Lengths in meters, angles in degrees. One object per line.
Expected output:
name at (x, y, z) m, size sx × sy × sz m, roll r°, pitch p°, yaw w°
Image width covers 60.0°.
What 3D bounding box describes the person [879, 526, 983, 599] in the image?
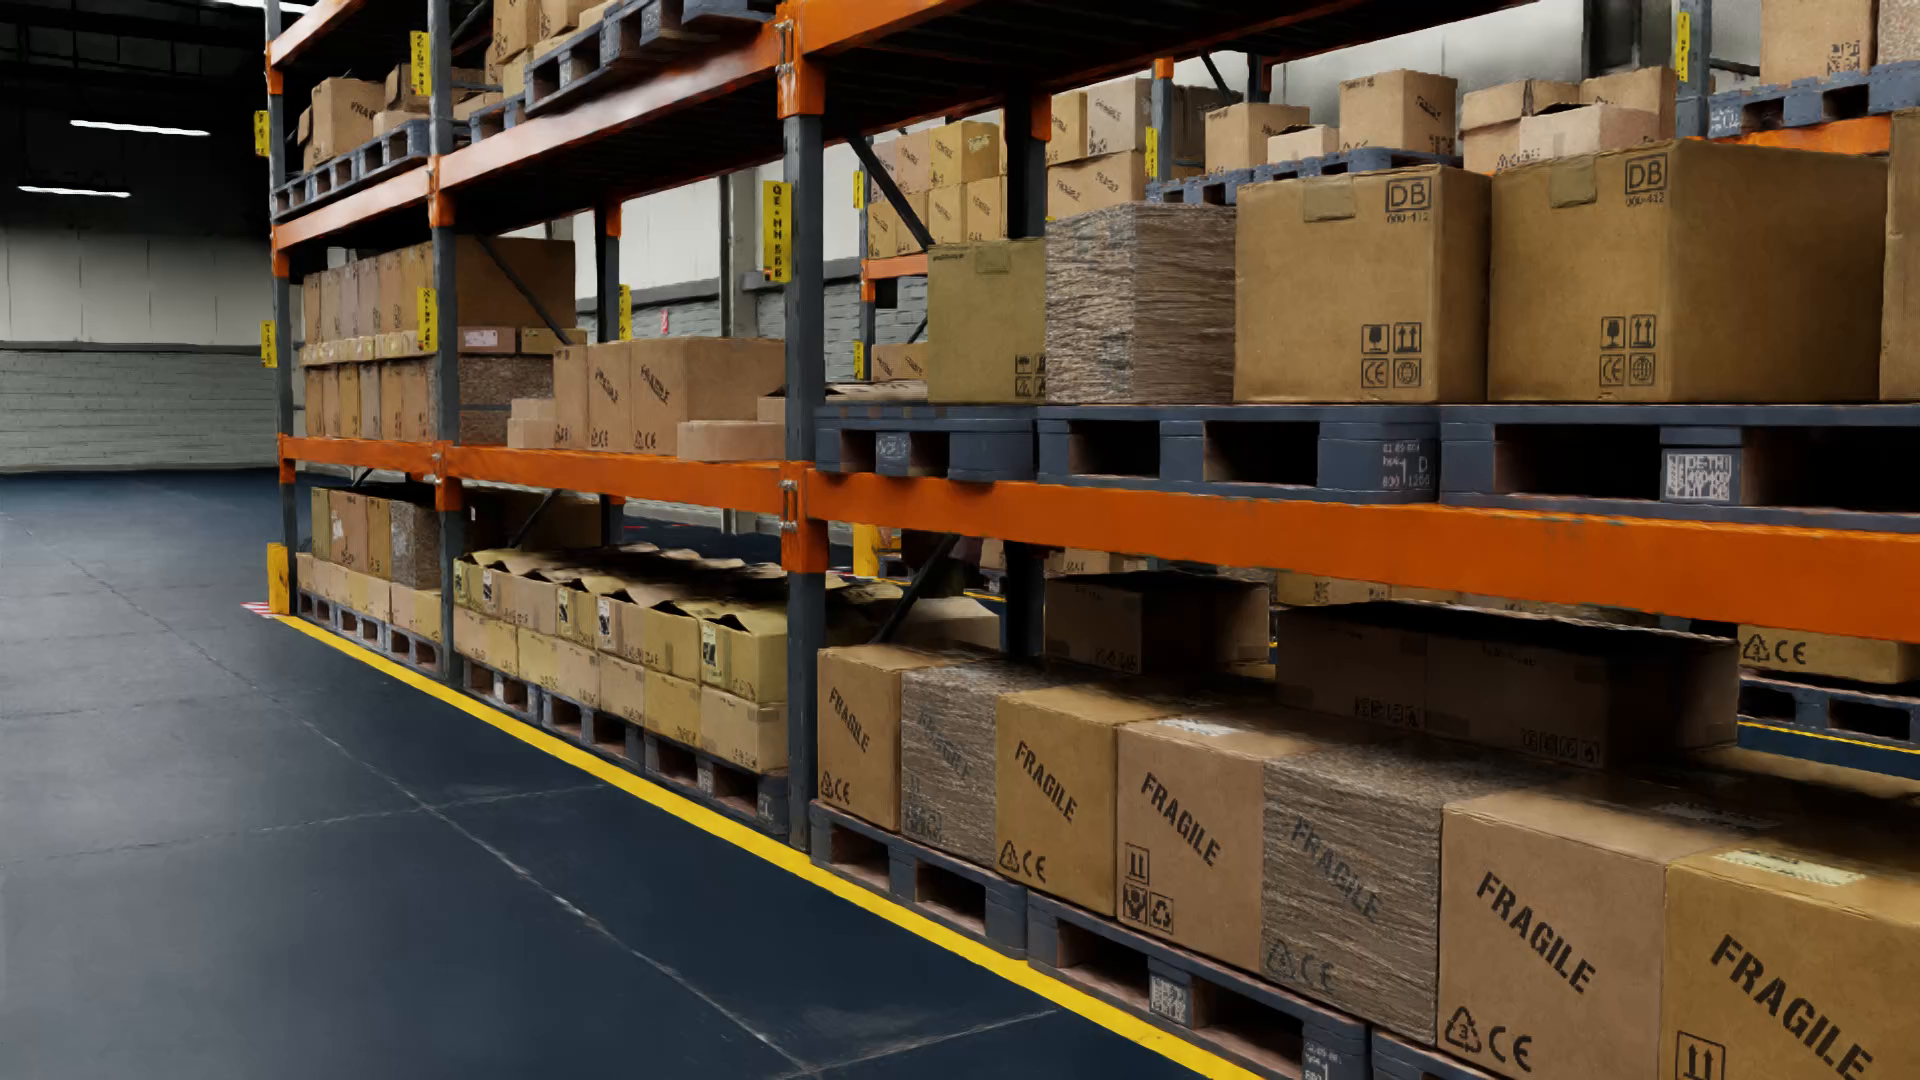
person at (-0.133, -0.092, 9.006) m, size 0.657 × 1.725 × 1.131 m, roll 0°, pitch 5°, yaw -3°
